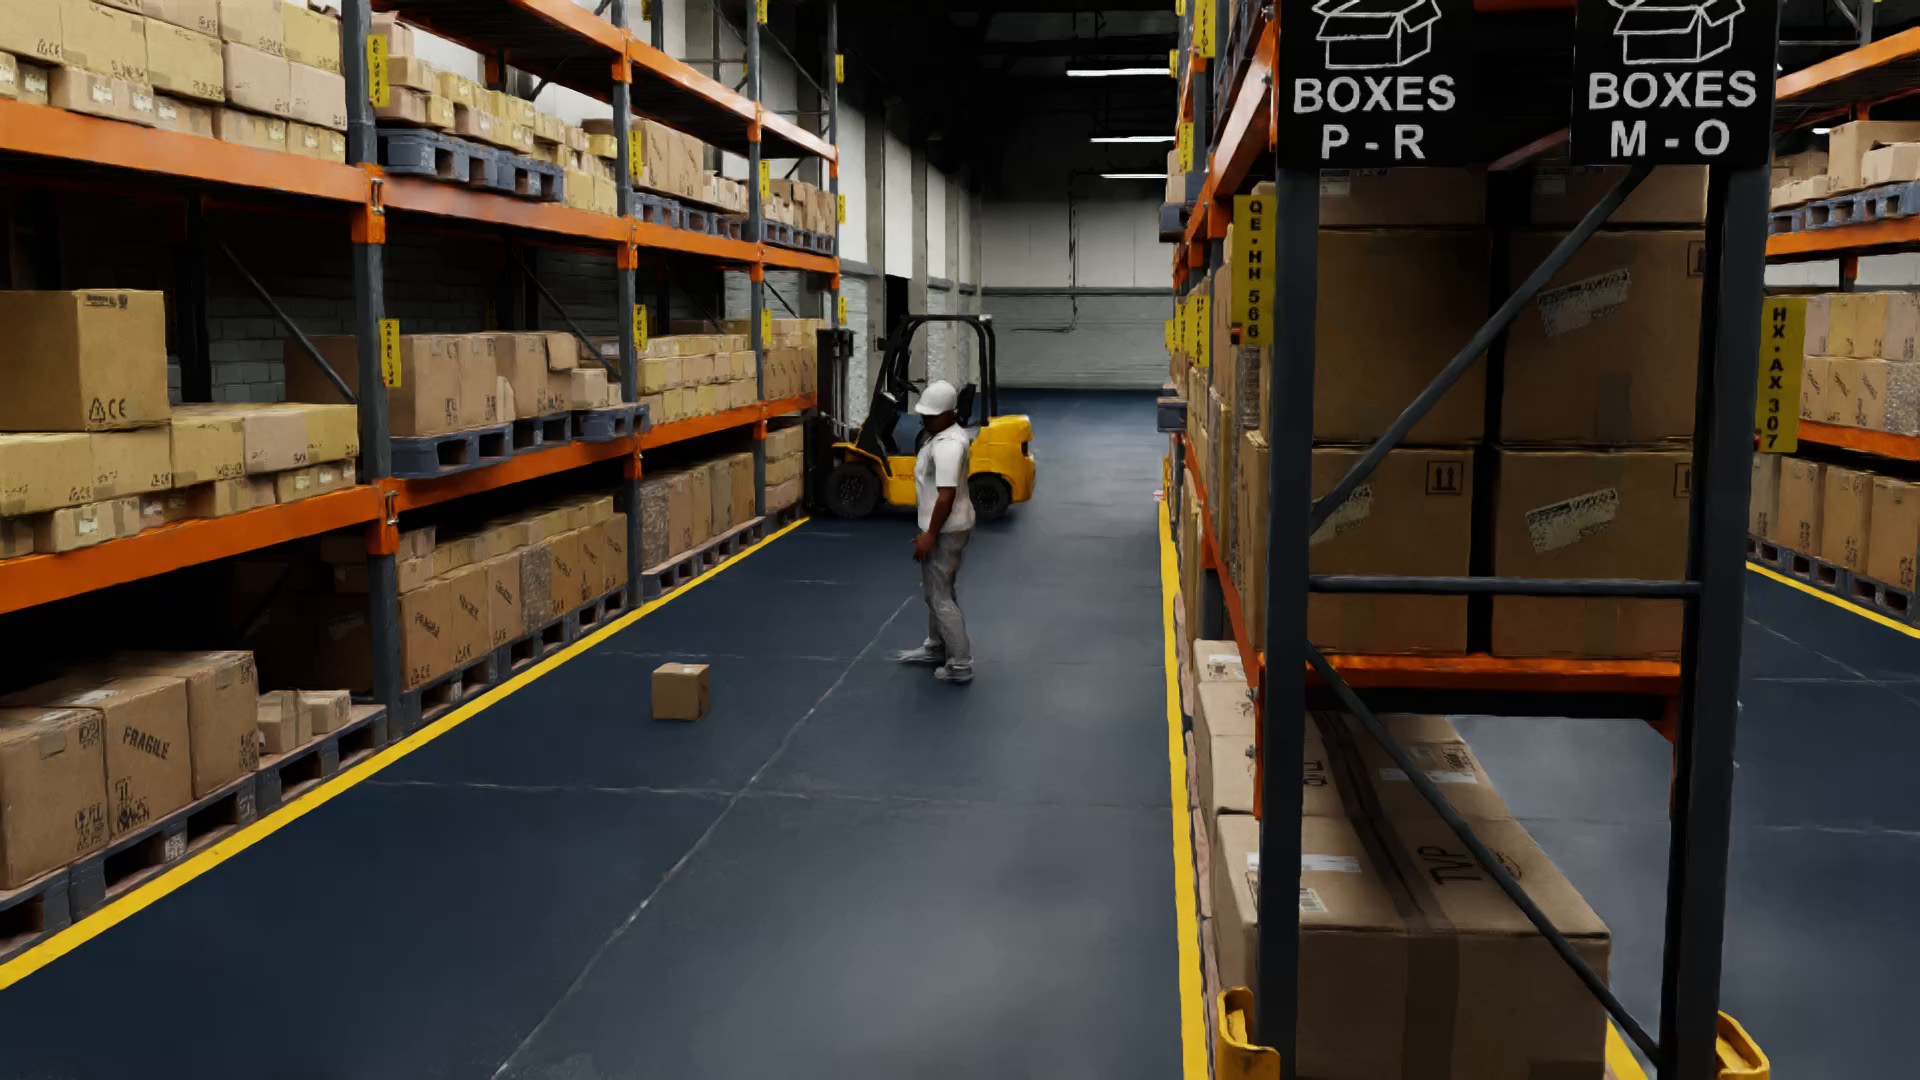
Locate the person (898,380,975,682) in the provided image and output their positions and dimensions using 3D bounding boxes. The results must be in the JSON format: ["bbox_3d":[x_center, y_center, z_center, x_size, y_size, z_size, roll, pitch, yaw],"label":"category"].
[{"bbox_3d":[-0.155,-0.066,9.804,0.563,1.757,0.675,2,8,11],"label":"person"}]
